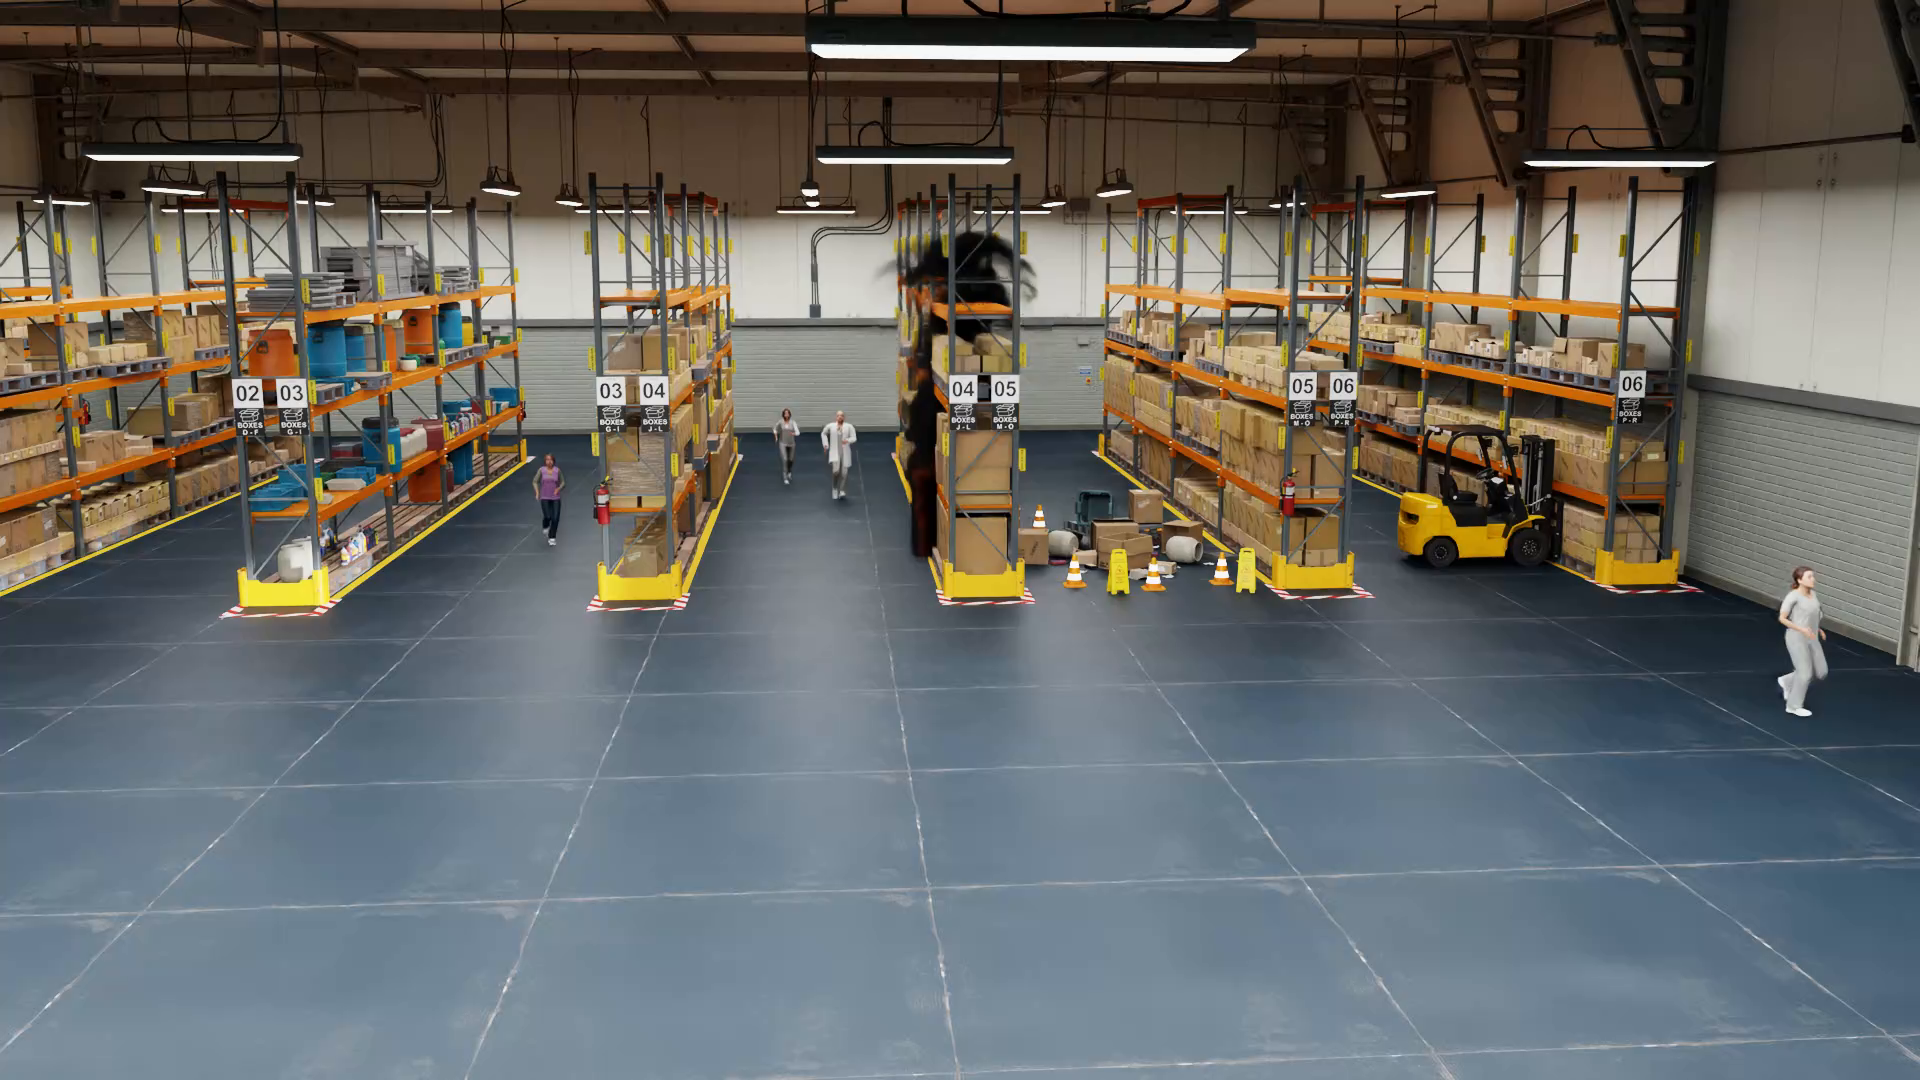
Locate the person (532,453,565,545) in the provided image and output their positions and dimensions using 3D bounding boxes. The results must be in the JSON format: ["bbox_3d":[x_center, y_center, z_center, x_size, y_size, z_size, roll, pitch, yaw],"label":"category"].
[{"bbox_3d":[-6.921,-0.683,28.093,0.529,1.558,0.534,-4,11,-20],"label":"person"}]

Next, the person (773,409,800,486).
[{"bbox_3d":[-3.669,-1.989,35.235,0.531,1.594,0.883,-2,10,-12],"label":"person"}]

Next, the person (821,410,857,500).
[{"bbox_3d":[-2.401,-1.698,33.224,0.685,1.776,0.755,-2,10,-9],"label":"person"}]

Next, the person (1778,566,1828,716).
[{"bbox_3d":[9.056,1.081,17.898,0.561,1.620,0.585,-4,11,-22],"label":"person"}]
